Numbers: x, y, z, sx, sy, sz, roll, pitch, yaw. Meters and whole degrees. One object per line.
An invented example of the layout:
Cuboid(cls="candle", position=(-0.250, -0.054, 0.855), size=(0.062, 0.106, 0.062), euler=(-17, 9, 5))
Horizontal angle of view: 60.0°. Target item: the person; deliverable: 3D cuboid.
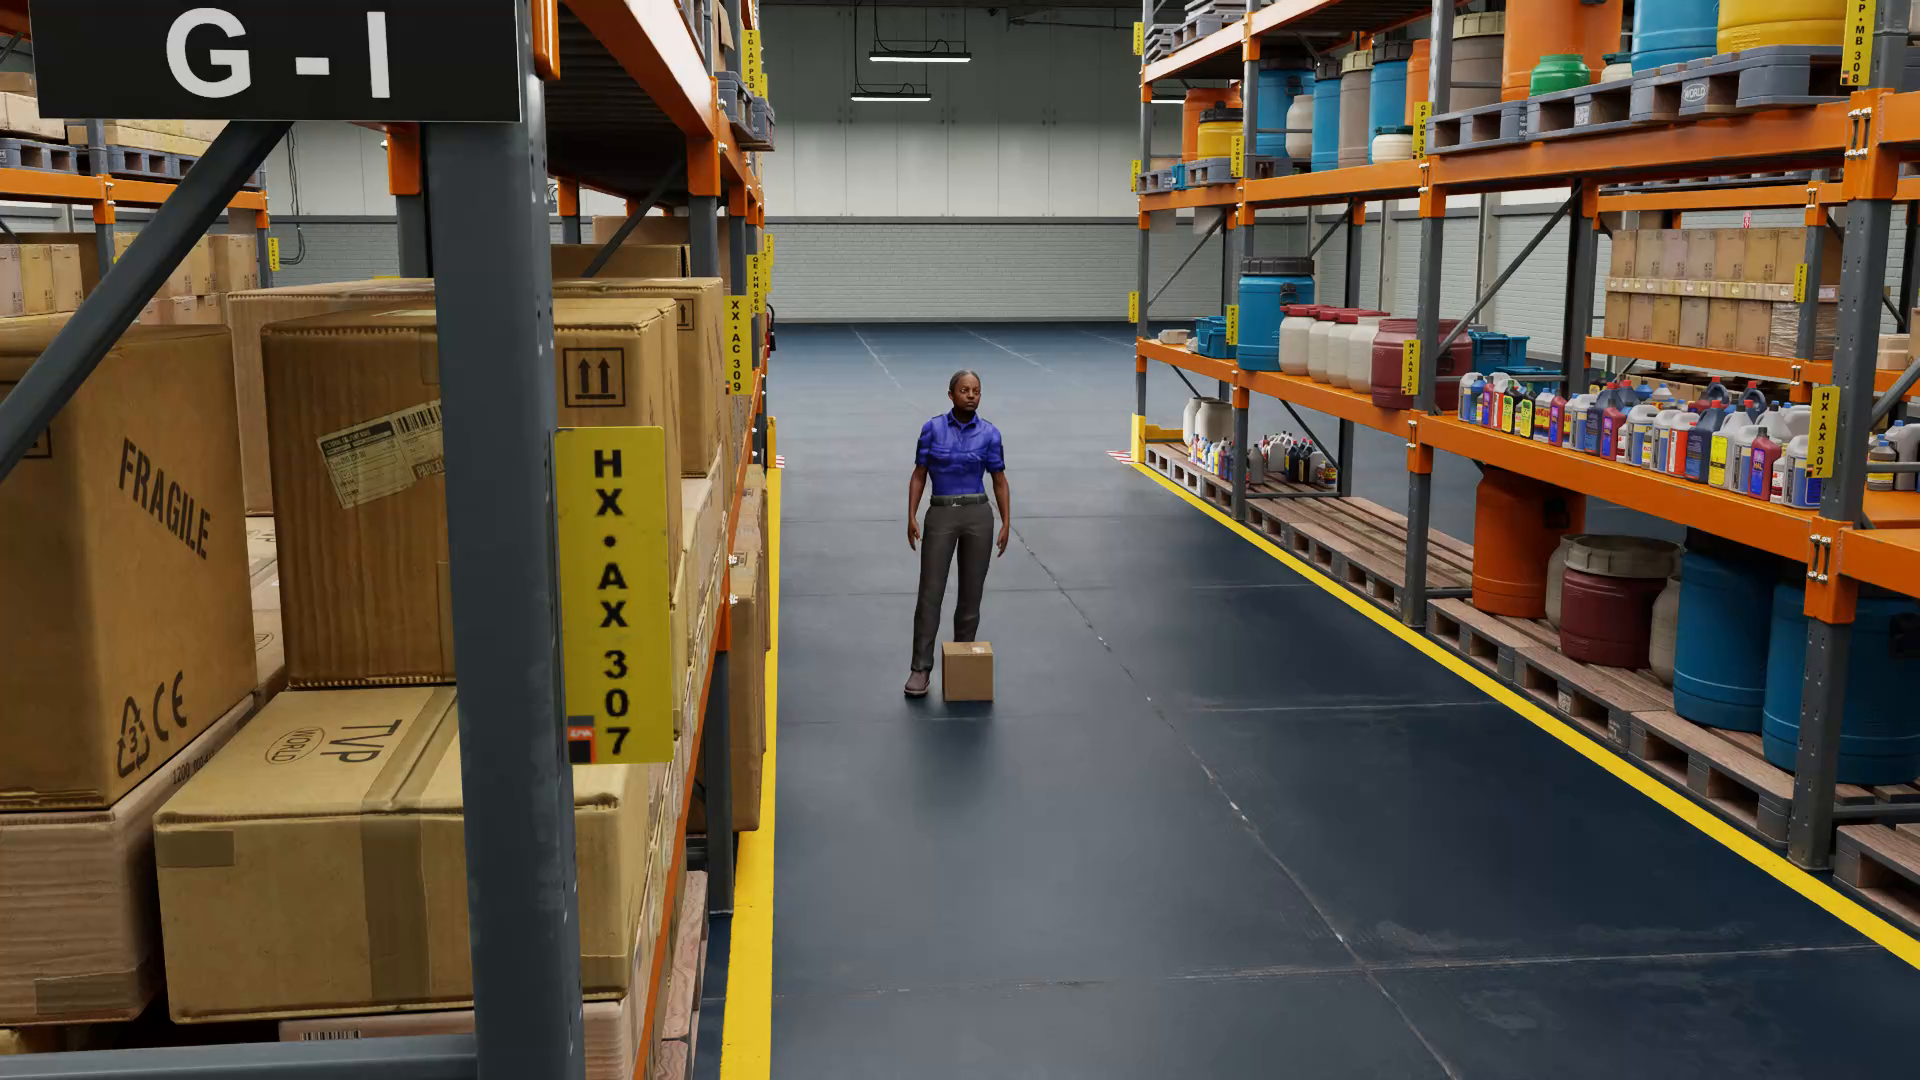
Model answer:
Cuboid(cls="person", position=(-0.017, -0.051, 8.659), size=(0.569, 1.654, 0.504), euler=(-1, 10, -3))
